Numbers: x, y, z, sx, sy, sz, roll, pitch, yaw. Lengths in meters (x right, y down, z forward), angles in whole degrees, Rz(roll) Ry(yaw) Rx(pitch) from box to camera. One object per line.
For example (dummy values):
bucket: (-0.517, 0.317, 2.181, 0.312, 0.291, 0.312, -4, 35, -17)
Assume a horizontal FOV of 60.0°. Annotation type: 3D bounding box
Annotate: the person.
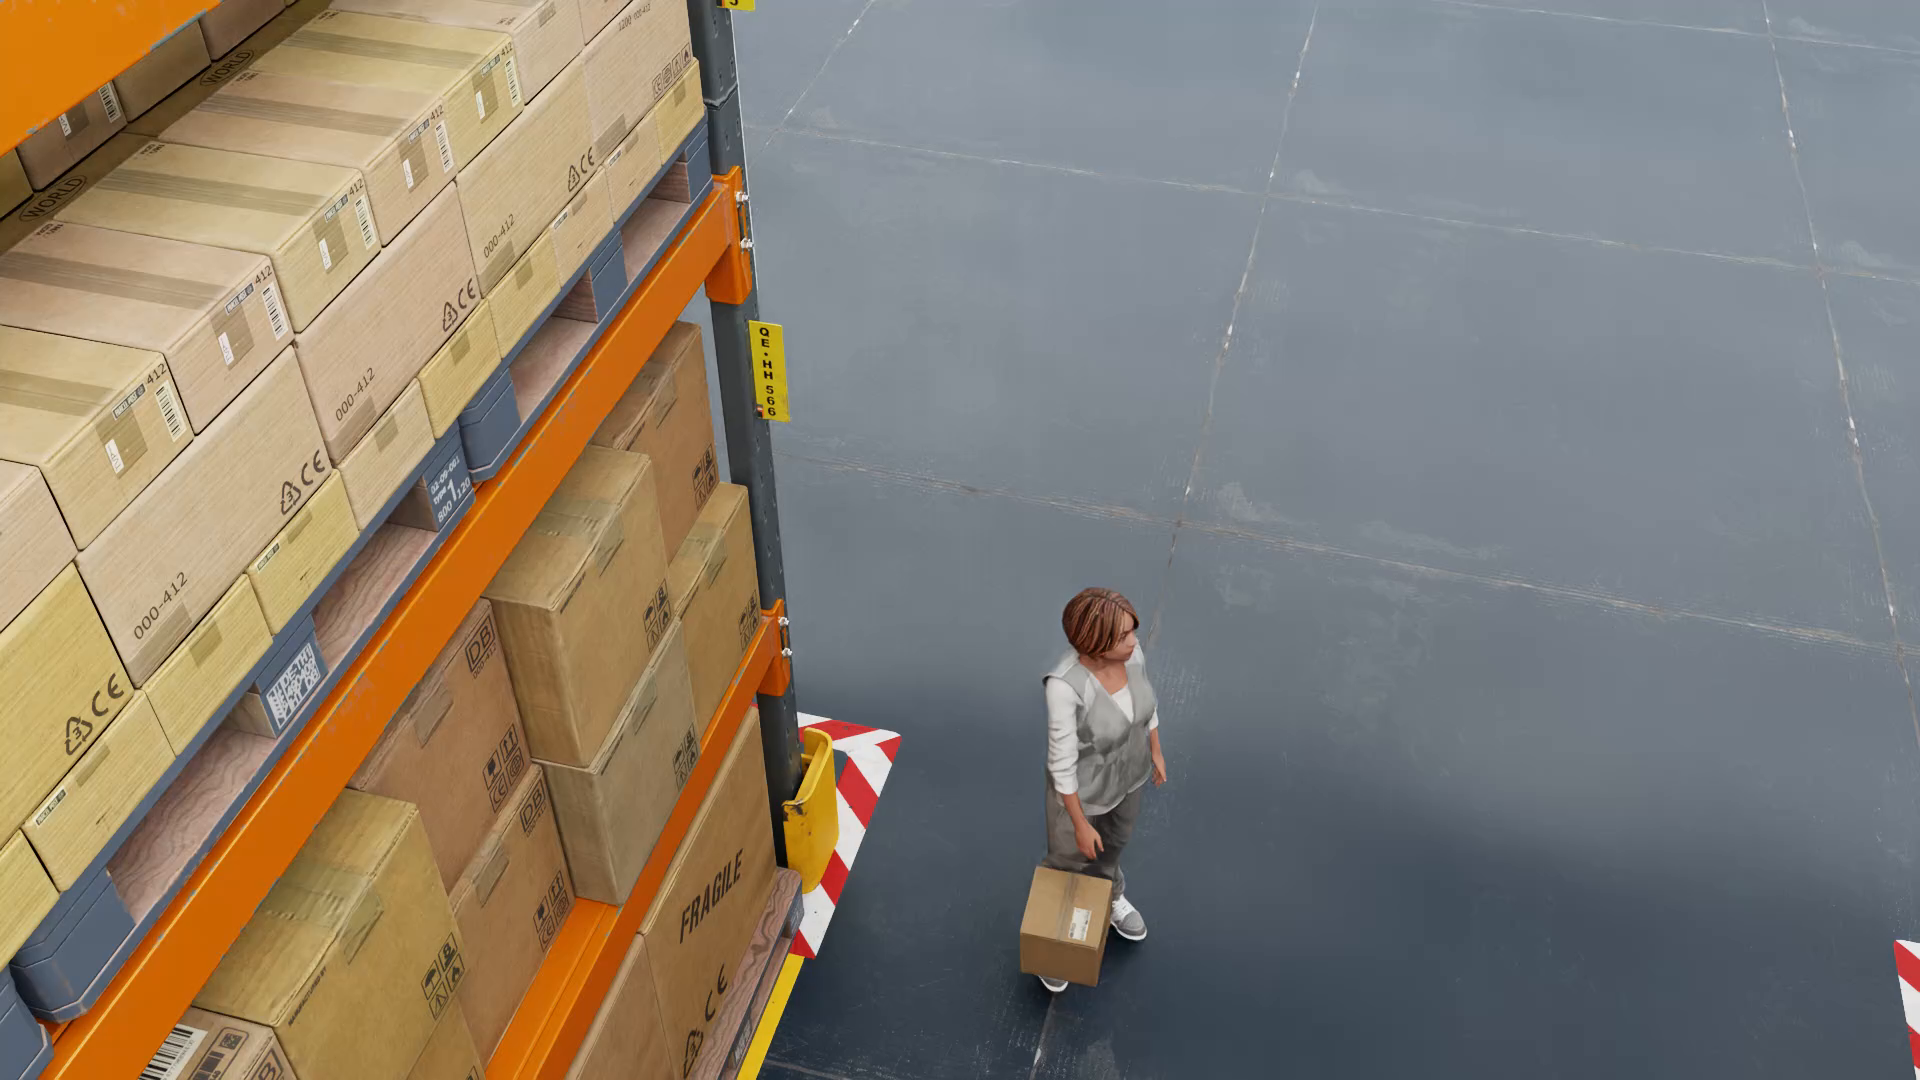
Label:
person: (0.433, 0.780, 5.253, 0.500, 1.607, 0.352, -31, 50, -30)
